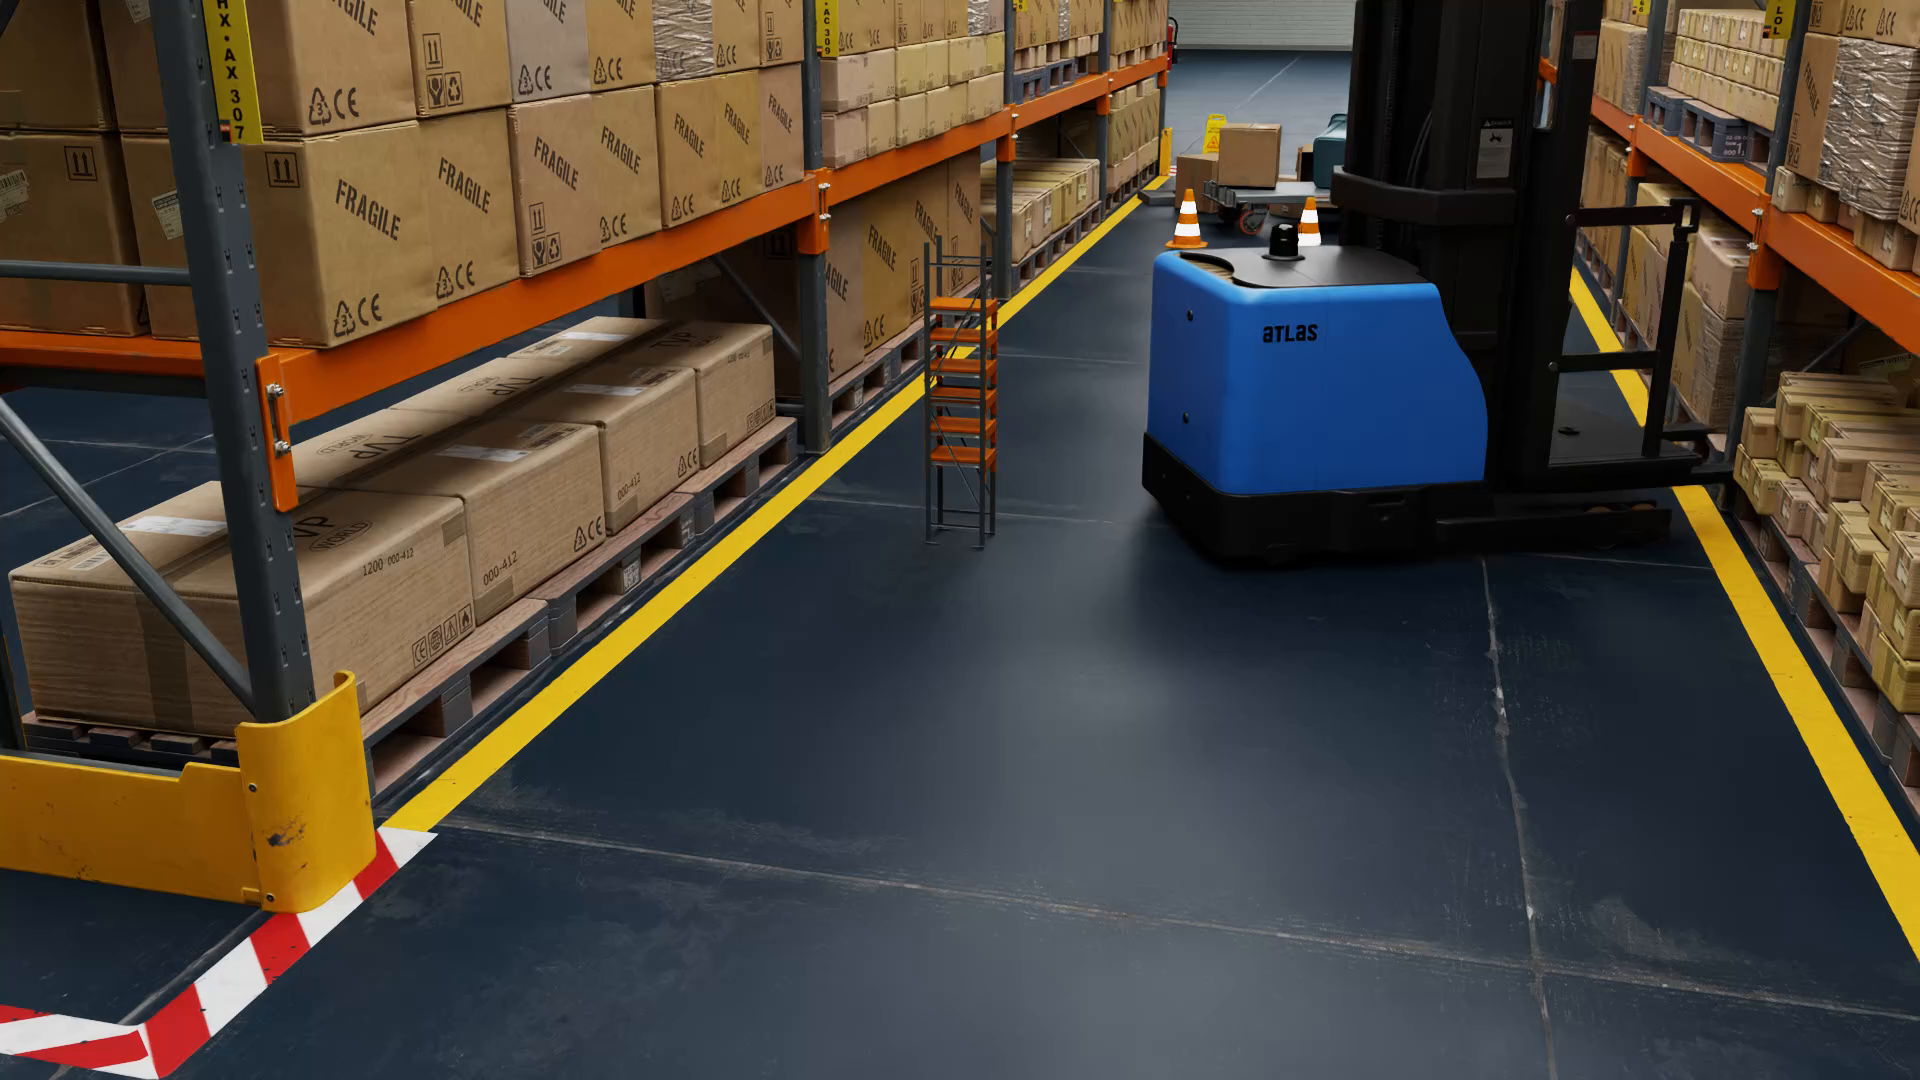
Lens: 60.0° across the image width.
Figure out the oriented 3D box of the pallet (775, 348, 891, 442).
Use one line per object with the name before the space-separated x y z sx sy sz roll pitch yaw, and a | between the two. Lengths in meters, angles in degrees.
pallet | -1.002 -0.797 8.694 1.003 0.211 1.213 5 19 13

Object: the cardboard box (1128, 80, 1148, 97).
cardboard box | 1.716 -4.636 17.061 0.380 0.149 0.250 6 20 16

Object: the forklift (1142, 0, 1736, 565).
forklift | 2.353 -1.514 6.585 3.031 2.935 1.130 -4 19 -11

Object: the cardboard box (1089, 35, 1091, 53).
cardboard box | 0.898 -4.192 14.058 0.380 0.149 0.250 4 19 12

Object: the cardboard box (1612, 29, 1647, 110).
cardboard box | 4.657 -3.129 11.054 0.500 0.500 0.500 5 19 13

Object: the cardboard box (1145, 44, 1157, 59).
cardboard box | 1.859 -5.127 17.446 0.380 0.149 0.250 5 19 14

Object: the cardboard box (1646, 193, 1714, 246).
cardboard box | 4.158 -1.778 9.310 0.500 0.250 0.500 4 19 13

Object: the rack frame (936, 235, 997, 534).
rack frame | 0.026 -0.601 6.591 0.240 1.200 0.006 5 19 13

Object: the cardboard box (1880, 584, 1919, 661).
cardboard box | 2.821 0.239 4.646 0.380 0.149 0.250 5 19 14

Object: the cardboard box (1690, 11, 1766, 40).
cardboard box | 4.256 -2.834 9.163 0.380 0.149 0.250 5 19 13

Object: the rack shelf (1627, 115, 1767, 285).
rack shelf | 4.196 -1.796 8.418 1.077 0.370 4.000 5 19 13

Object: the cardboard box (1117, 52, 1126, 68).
cardboard box | 1.366 -4.574 15.828 0.380 0.149 0.250 5 20 15

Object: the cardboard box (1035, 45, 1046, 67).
cardboard box | 0.420 -3.542 12.156 0.380 0.149 0.250 5 19 14

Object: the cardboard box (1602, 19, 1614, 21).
cardboard box | 5.272 -3.921 13.371 0.500 0.500 0.500 5 19 14

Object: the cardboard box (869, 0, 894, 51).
cardboard box | -0.634 -2.666 8.151 0.500 0.500 0.500 5 19 13

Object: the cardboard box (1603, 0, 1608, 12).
cardboard box | 5.785 -4.712 13.939 0.875 0.550 0.550 5 19 13

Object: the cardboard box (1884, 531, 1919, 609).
cardboard box | 2.807 0.097 4.604 0.380 0.149 0.250 5 20 15

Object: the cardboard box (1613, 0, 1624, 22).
cardboard box | 5.423 -4.220 12.700 0.700 0.500 0.500 4 19 12

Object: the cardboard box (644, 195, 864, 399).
cardboard box | -1.044 -1.263 8.381 0.875 0.875 0.875 5 20 15

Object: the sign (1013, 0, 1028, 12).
sign | 0.399 -3.628 10.876 0.100 0.325 0.005 5 19 13

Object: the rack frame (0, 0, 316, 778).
rack frame | -2.095 -0.615 3.848 1.000 3.000 0.127 5 19 13

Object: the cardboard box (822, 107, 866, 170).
cardboard box | -0.754 -1.915 7.885 0.500 0.250 0.500 4 19 12

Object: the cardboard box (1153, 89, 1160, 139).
cardboard box | 1.872 -4.611 17.990 0.500 0.500 0.500 5 19 14

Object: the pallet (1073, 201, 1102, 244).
pallet | 0.648 -2.813 14.595 1.003 0.211 1.213 5 19 13

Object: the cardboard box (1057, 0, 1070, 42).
cardboard box | 0.568 -4.119 12.842 0.500 0.500 0.500 4 19 11

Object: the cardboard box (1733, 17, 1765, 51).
cardboard box | 3.935 -2.421 7.952 0.380 0.149 0.250 4 19 11

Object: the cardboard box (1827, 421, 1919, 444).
cardboard box | 3.242 -0.301 5.768 0.380 0.149 0.250 4 19 12

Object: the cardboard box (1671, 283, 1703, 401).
cardboard box | 3.770 -0.938 8.011 0.500 0.500 0.500 4 19 12

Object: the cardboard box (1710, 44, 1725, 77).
cardboard box | 4.059 -2.444 8.482 0.380 0.149 0.250 4 19 13

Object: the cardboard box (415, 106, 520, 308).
cardboard box | -1.602 -0.951 4.676 0.500 0.500 0.500 4 19 13

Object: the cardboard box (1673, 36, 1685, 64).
cardboard box | 4.372 -2.848 9.665 0.380 0.149 0.250 6 20 16

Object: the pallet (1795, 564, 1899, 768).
pallet | 3.281 0.407 5.170 1.003 0.211 1.213 5 19 13

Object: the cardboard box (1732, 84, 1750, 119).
cardboard box | 3.862 -2.055 7.803 0.380 0.149 0.250 4 19 11

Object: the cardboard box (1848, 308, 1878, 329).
cardboard box | 4.144 -1.091 7.298 0.500 0.250 0.500 4 19 11

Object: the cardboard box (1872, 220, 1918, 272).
cardboard box | 3.046 -0.911 5.103 0.380 0.149 0.250 6 20 16

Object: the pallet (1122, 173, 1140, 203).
pallet | 1.263 -3.654 17.057 1.003 0.211 1.213 5 19 13

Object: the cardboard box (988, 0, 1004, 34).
cardboard box | -0.013 -3.460 10.476 0.500 0.500 0.500 4 19 12

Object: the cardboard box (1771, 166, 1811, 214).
cardboard box | 3.321 -1.328 6.323 0.380 0.149 0.250 5 20 15

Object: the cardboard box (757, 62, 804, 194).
cardboard box | -0.983 -1.751 7.017 0.500 0.500 0.500 5 19 14

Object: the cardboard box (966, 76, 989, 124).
cardboard box | -0.122 -2.711 10.216 0.500 0.250 0.500 5 19 14

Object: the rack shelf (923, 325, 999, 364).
rack shelf | 0.004 -0.757 6.444 0.258 0.103 0.180 5 19 13

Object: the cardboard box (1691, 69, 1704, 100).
cardboard box | 4.184 -2.465 9.004 0.380 0.149 0.250 6 20 16

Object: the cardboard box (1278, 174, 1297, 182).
cardboard box | 3.453 -3.711 17.321 0.380 0.149 0.250 17 25 41

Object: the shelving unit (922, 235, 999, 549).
shelving unit | 0.004 -0.572 6.507 0.258 1.200 0.189 5 19 13

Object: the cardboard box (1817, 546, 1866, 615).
cardboard box | 3.029 0.139 5.399 0.380 0.149 0.250 4 19 12

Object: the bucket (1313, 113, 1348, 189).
bucket | 3.459 -3.412 14.749 0.726 0.611 0.620 12 32 32

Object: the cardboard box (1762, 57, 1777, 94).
cardboard box | 3.740 -2.031 7.271 0.380 0.149 0.250 6 20 16

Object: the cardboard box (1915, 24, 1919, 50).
cardboard box | 2.969 -1.569 4.478 0.500 0.500 0.500 4 19 11

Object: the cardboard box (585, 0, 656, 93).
cardboard box | -1.343 -1.744 5.452 0.500 0.500 0.500 5 19 14

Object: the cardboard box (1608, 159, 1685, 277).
cardboard box | 4.921 -2.081 10.971 1.050 0.750 0.750 4 19 13

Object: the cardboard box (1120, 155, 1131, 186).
cardboard box | 1.363 -3.606 16.207 0.500 0.250 0.500 6 20 16

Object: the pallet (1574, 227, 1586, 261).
pallet | 5.546 -2.450 13.533 1.003 0.211 1.213 5 19 13

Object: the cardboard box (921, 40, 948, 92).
cardboard box | -0.366 -2.630 9.207 0.500 0.250 0.500 4 19 12

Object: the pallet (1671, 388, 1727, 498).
pallet | 3.896 -0.434 7.632 1.003 0.211 1.213 5 19 13

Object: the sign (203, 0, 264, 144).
sign | -1.558 -1.016 3.561 0.100 0.325 0.005 5 19 13

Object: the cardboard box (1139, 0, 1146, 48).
cardboard box | 1.554 -5.156 16.526 0.500 0.500 0.500 5 19 14

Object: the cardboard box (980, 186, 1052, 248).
cardboard box | 0.180 -2.486 12.741 0.950 0.372 0.625 4 19 12

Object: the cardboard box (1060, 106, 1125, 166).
cardboard box | 1.243 -3.792 15.594 0.500 0.500 0.500 6 20 16

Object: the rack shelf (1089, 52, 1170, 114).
rack shelf | 1.326 -4.663 16.811 1.077 0.370 4.000 5 19 13

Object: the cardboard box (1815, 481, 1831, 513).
cardboard box | 3.240 -0.162 5.821 0.380 0.149 0.250 4 19 11
